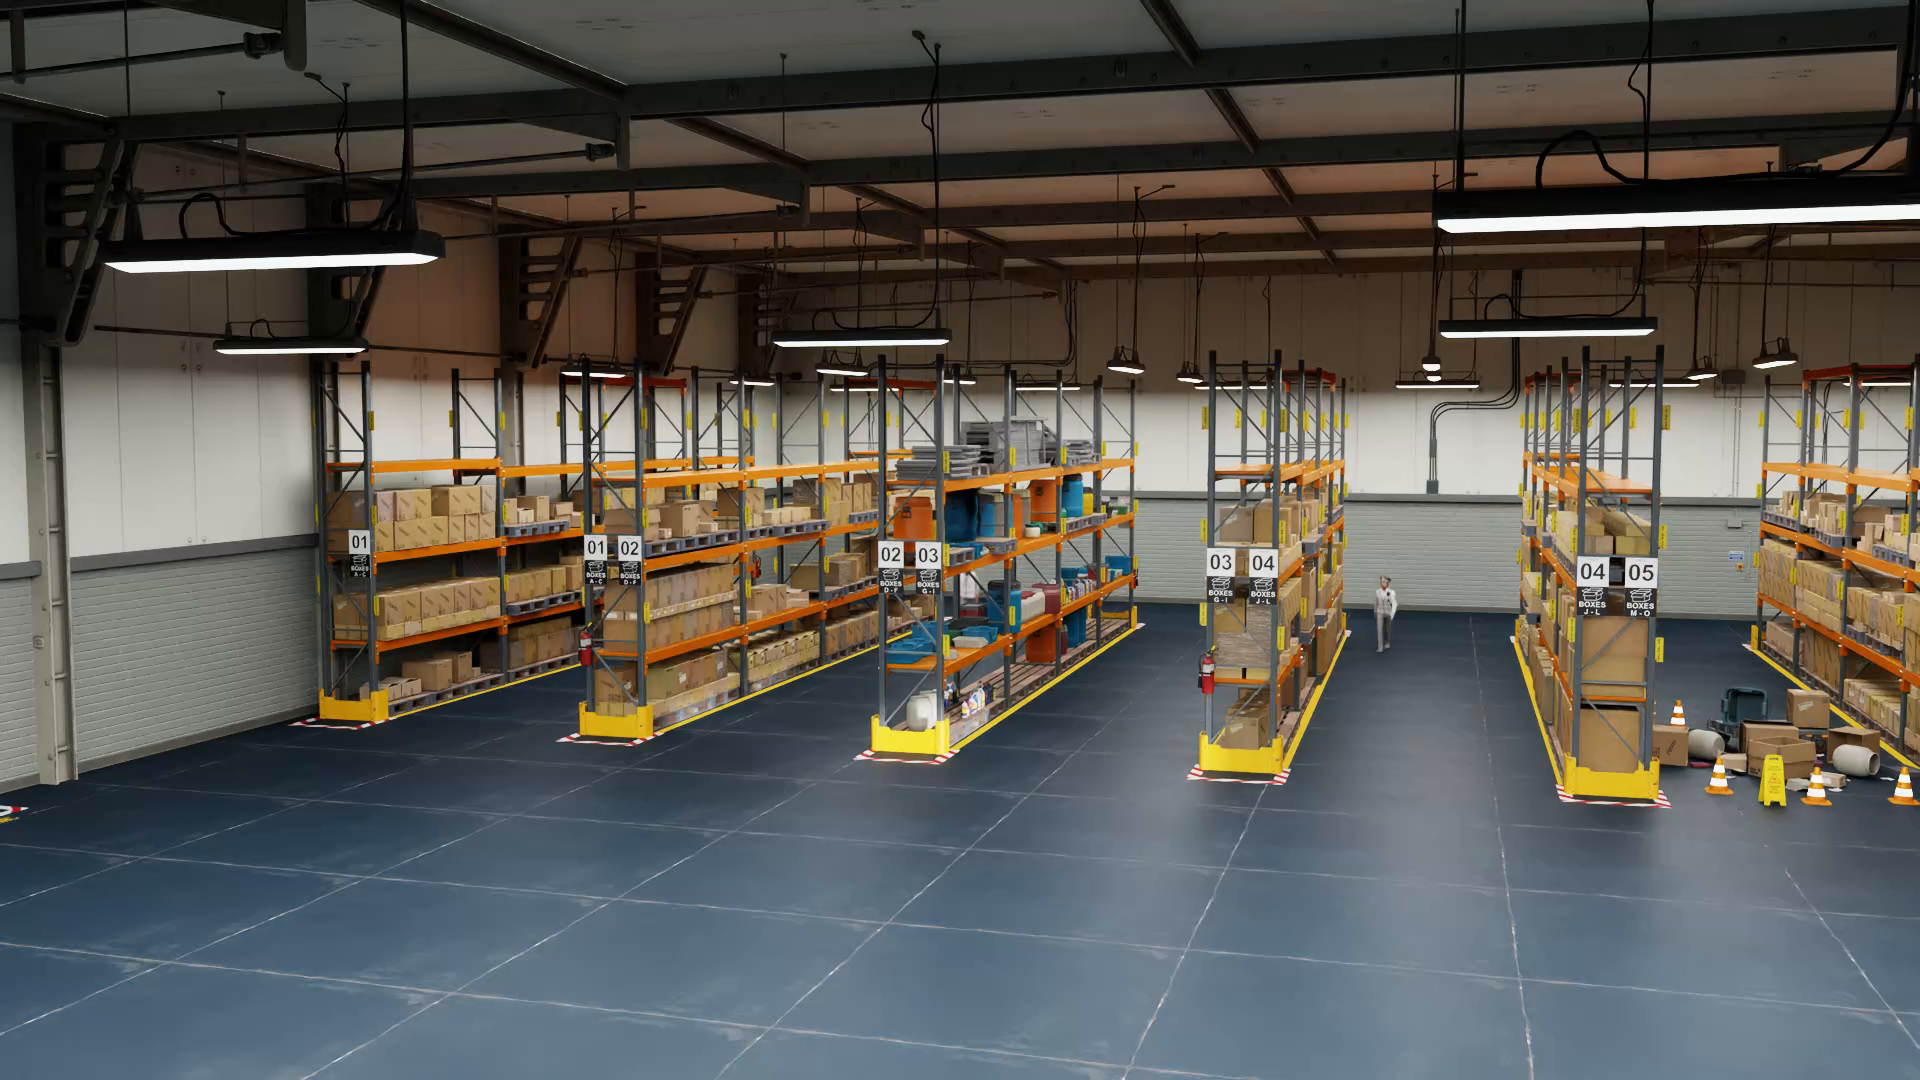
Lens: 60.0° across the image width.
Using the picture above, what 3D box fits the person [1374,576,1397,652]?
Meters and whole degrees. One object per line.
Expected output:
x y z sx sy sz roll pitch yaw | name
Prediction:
9.227 1.602 36.074 0.481 1.624 0.996 1 4 13 | person

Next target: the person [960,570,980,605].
0.164 1.333 39.383 0.615 1.732 1.066 1 4 12 | person
